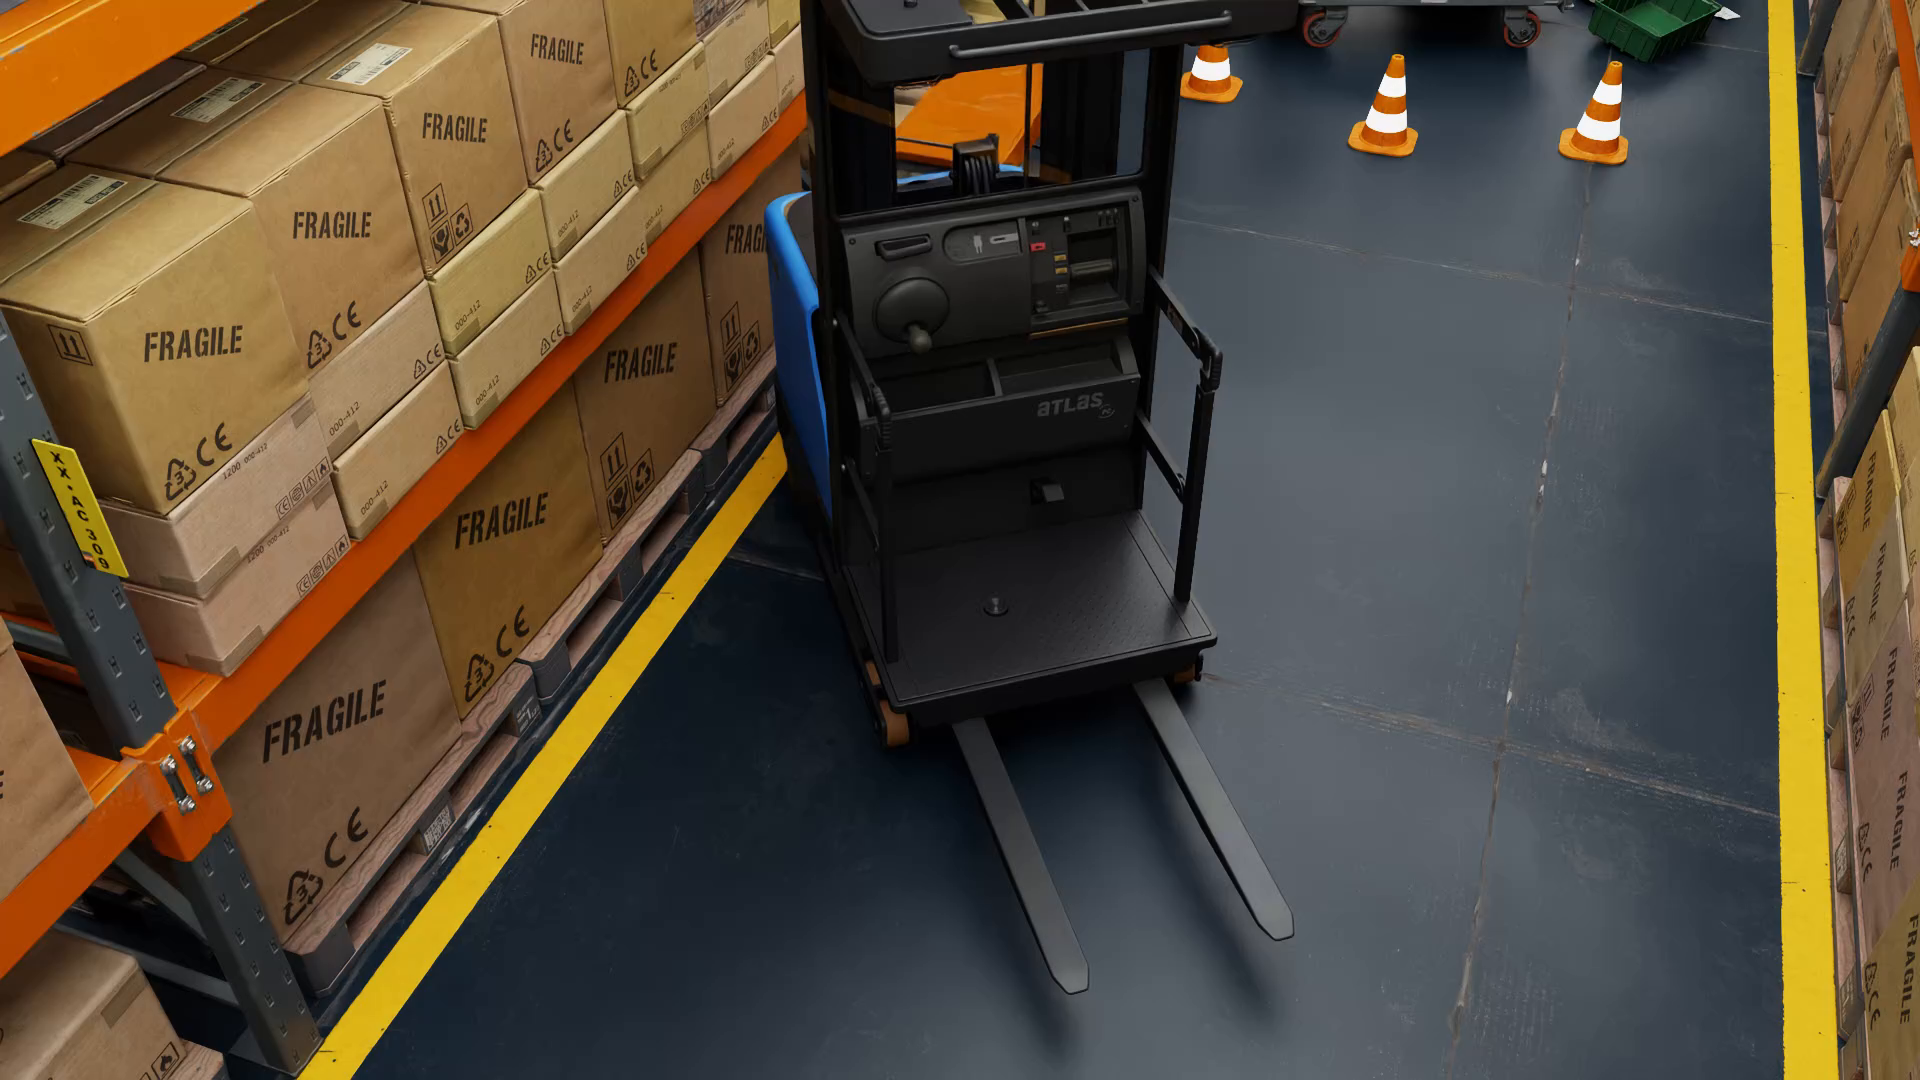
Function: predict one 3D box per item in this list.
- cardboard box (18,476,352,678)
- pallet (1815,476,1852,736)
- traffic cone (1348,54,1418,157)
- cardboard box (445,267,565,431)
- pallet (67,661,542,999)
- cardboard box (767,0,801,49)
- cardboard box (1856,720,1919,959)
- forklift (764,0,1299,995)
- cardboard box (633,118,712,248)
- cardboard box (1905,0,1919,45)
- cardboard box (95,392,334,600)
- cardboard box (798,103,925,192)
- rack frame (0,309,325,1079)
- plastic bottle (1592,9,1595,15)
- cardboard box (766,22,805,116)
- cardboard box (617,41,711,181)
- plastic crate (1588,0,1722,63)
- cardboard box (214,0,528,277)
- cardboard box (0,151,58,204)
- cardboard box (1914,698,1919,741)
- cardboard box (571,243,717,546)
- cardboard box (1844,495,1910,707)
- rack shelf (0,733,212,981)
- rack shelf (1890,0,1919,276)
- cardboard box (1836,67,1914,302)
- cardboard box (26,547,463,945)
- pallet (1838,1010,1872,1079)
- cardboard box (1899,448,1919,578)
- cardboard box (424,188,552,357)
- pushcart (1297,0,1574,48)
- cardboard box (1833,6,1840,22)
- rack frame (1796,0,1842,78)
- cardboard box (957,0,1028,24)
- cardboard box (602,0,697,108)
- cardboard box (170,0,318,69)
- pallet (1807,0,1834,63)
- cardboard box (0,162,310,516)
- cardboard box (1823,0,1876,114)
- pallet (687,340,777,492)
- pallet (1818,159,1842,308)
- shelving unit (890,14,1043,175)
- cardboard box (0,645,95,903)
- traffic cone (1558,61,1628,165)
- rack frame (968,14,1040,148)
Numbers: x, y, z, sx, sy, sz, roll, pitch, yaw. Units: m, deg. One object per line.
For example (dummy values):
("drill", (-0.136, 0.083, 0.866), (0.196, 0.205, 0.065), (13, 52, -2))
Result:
("cardboard box", (-1.856, 0.026, 4.024), (0.500, 0.250, 0.500), (12, 42, 14))
("pallet", (3.531, 0.313, 5.720), (1.003, 0.211, 1.213), (13, 42, 15))
("traffic cone", (2.213, -2.270, 8.554), (0.336, 0.463, 0.334), (13, 42, 15))
("cardboard box", (-1.490, -0.599, 4.756), (0.500, 0.250, 0.500), (13, 42, 15))
("pallet", (-2.061, 0.752, 5.206), (1.003, 0.211, 1.213), (13, 42, 15))
("cardboard box", (-0.814, -2.042, 6.063), (0.500, 0.250, 0.500), (13, 42, 15))
("cardboard box", (2.803, 0.875, 4.516), (0.500, 0.500, 0.500), (12, 42, 14))
("forklift", (0.178, -0.726, 4.843), (1.130, 2.935, 3.031), (-11, 42, -13))
("cardboard box", (-1.163, -1.219, 5.483), (0.500, 0.250, 0.500), (13, 42, 15))
("cardboard box", (4.044, -2.205, 6.446), (0.500, 0.500, 0.500), (13, 42, 14))
("cardboard box", (-1.839, -0.160, 3.857), (0.500, 0.250, 0.500), (12, 42, 14))
("cardboard box", (-0.684, -1.763, 7.707), (0.950, 0.372, 0.625), (11, 42, 12))
("rack frame", (-2.255, 0.179, 3.729), (1.000, 3.000, 0.127), (13, 42, 15))
("plastic bottle", (3.844, -3.049, 9.777), (0.133, 0.061, 0.283), (-7, 41, -8))
("cardboard box", (-0.816, -1.838, 6.209), (0.500, 0.250, 0.500), (12, 42, 14))
("cardboard box", (-1.141, -1.412, 5.324), (0.500, 0.250, 0.500), (12, 42, 14))
("plastic crate", (3.996, -3.013, 9.592), (0.662, 0.188, 0.450), (-29, 58, -29))
("cardboard box", (-1.512, -1.066, 4.341), (0.500, 0.500, 0.500), (12, 42, 14))
("cardboard box", (-2.338, -0.568, 3.757), (0.500, 0.500, 0.500), (15, 43, 16))
("cardboard box", (2.805, 0.575, 4.289), (0.500, 0.250, 0.500), (12, 42, 13))
("cardboard box", (-1.510, -0.666, 6.034), (0.875, 0.875, 0.875), (14, 42, 16))
("cardboard box", (3.149, 0.250, 5.249), (0.500, 0.500, 0.500), (14, 42, 16))
("rack shelf", (-2.938, 1.672, 2.533), (1.077, 0.370, 4.000), (13, 42, 15))
("rack shelf", (4.483, -2.170, 7.037), (1.077, 0.370, 4.000), (13, 42, 15))
("cardboard box", (4.388, -1.413, 7.005), (1.050, 0.750, 0.750), (14, 42, 16))
("cardboard box", (-2.118, 0.431, 4.747), (0.875, 0.875, 0.875), (15, 43, 16))
("pallet", (2.697, 1.801, 3.976), (1.003, 0.211, 1.213), (13, 42, 15))
("cardboard box", (3.163, -0.042, 5.013), (0.500, 0.250, 0.500), (13, 42, 15))
("cardboard box", (-1.490, -0.786, 4.591), (0.500, 0.250, 0.500), (14, 42, 16))
("pushcart", (2.641, -3.227, 9.742), (1.648, 0.377, 0.936), (0, 40, 0))
("cardboard box", (5.448, -3.383, 9.218), (0.875, 0.875, 0.875), (14, 42, 16))
("rack frame", (5.167, -3.664, 8.233), (1.000, 3.000, 0.127), (13, 42, 15))
("cardboard box", (-0.175, -2.676, 8.777), (0.950, 0.372, 0.625), (15, 43, 17))
("cardboard box", (-1.161, -1.690, 5.072), (0.500, 0.500, 0.500), (13, 42, 15))
("cardboard box", (-1.976, -1.190, 4.486), (0.500, 0.500, 0.500), (15, 43, 16))
("pallet", (5.501, -3.049, 9.661), (1.003, 0.211, 1.213), (13, 42, 15))
("cardboard box", (-1.834, -0.444, 3.612), (0.500, 0.500, 0.500), (14, 42, 16))
("cardboard box", (5.040, -2.569, 8.360), (1.050, 0.750, 0.750), (13, 42, 15))
("pallet", (-1.227, -0.736, 6.950), (1.003, 0.211, 1.213), (13, 42, 15))
("pallet", (4.559, -1.369, 7.692), (1.003, 0.211, 1.213), (13, 42, 15))
("shelving unit", (0.077, -1.475, 7.112), (0.538, 1.125, 1.048), (13, 42, 15))
("cardboard box", (-2.173, 0.480, 3.299), (0.500, 0.500, 0.500), (14, 42, 15))
("traffic cone", (3.290, -2.216, 8.490), (0.336, 0.463, 0.334), (13, 42, 15))
("rack frame", (0.245, -1.787, 7.476), (0.500, 1.125, 0.032), (13, 42, 15))
